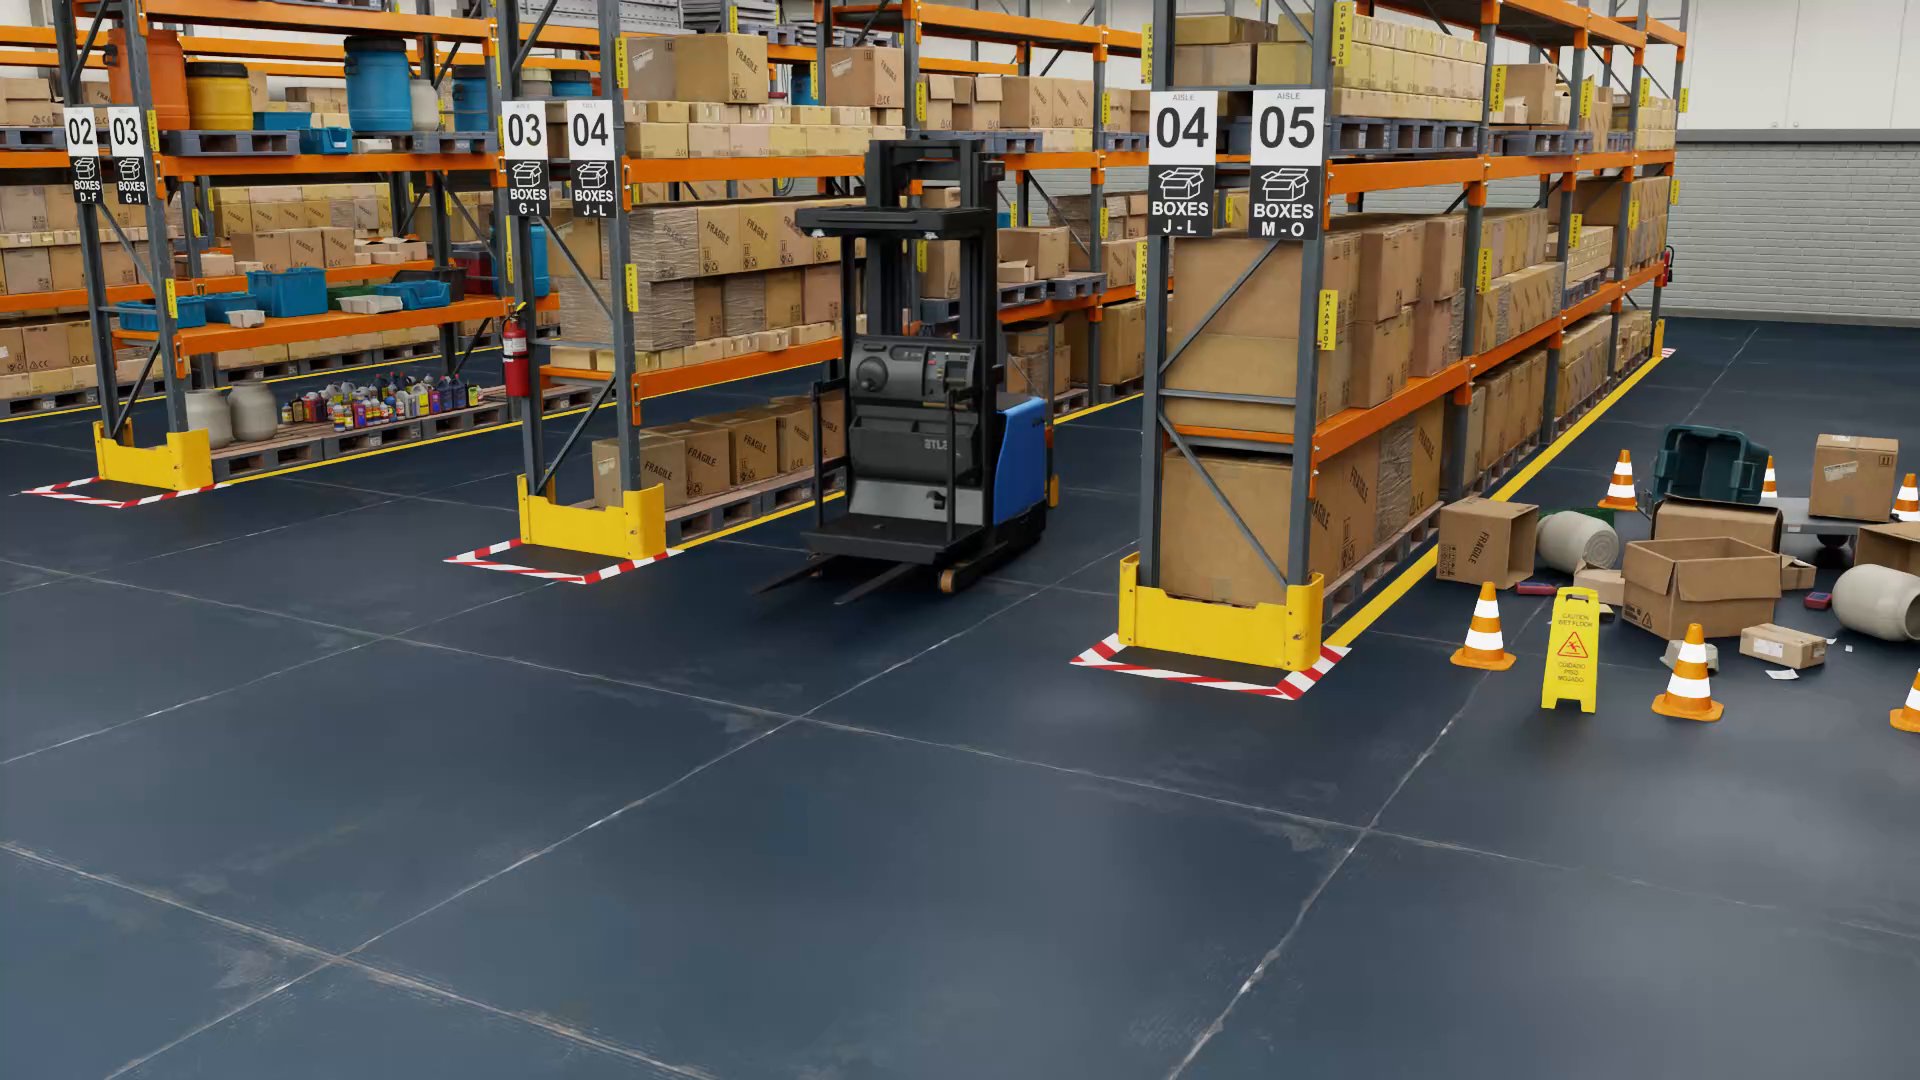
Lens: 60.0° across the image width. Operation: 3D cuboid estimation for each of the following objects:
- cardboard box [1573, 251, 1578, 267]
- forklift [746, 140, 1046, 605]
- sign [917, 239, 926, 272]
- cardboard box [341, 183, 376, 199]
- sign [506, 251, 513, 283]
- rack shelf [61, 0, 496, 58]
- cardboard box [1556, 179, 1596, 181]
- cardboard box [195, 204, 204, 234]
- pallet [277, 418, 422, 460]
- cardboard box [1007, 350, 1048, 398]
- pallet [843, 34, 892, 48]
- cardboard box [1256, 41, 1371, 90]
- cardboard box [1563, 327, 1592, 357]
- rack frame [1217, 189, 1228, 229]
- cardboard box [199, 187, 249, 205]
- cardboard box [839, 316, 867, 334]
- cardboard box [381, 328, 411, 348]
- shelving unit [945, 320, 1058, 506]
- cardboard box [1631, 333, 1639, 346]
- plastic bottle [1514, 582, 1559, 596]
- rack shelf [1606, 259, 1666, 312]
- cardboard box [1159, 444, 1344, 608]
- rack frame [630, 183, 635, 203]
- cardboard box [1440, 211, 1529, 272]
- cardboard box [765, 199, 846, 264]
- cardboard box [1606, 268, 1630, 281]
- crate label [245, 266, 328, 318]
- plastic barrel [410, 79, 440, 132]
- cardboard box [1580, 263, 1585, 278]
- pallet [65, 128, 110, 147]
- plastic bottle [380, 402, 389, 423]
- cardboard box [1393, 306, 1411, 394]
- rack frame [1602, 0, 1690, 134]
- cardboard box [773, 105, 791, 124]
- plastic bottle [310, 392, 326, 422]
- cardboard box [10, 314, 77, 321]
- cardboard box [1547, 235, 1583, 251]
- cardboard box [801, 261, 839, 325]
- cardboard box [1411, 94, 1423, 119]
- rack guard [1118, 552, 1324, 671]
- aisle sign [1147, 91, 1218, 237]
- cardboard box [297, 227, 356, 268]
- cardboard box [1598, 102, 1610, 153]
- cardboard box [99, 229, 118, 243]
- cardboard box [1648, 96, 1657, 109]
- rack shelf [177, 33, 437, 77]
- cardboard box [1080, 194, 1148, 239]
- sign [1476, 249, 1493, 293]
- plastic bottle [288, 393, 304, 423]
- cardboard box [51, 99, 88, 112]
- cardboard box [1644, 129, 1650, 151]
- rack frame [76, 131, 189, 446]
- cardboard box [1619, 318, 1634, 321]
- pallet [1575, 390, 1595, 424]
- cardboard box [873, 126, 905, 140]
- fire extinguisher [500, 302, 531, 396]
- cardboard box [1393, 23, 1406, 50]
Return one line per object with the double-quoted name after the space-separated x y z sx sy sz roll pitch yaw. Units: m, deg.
6.187 -2.920 17.250 0.380 0.149 0.250 7 15 28 "cardboard box"
-0.405 -1.180 11.172 1.130 2.935 3.031 6 15 23 "forklift"
-0.347 -2.577 14.975 0.100 0.325 0.005 7 15 28 "sign"
-10.224 -5.880 28.032 0.500 0.250 0.500 8 16 29 "cardboard box"
-4.685 -2.847 17.353 0.100 0.325 0.005 7 15 28 "sign"
-6.128 -4.739 15.379 1.077 0.370 4.000 7 15 28 "rack shelf"
7.570 -4.188 20.522 0.500 0.500 0.500 7 15 26 "cardboard box"
-11.903 -5.050 26.190 0.500 0.500 0.500 7 15 28 "cardboard box"
-6.111 -1.037 16.386 1.003 0.211 1.213 7 15 28 "pallet"
0.545 -1.780 17.913 0.700 0.500 0.500 6 15 23 "cardboard box"
-1.667 -6.875 23.108 1.003 0.211 1.213 7 15 28 "pallet"
1.992 -2.665 9.365 0.500 0.250 0.500 7 15 28 "cardboard box"
6.442 -2.126 17.788 0.500 0.250 0.500 8 15 28 "cardboard box"
3.042 -3.857 22.133 1.000 3.000 0.127 7 15 28 "rack frame"
-11.441 -5.358 25.866 0.500 0.250 0.500 8 16 29 "cardboard box"
-0.998 -1.858 14.376 0.380 0.149 0.250 7 15 28 "cardboard box"
-7.849 -2.786 22.659 0.500 0.250 0.500 7 15 27 "cardboard box"
0.330 -0.936 13.216 0.587 1.500 1.083 6 15 23 "shelving unit"
8.525 -2.593 21.441 0.380 0.149 0.250 8 15 29 "cardboard box"
3.843 0.326 11.052 0.283 0.061 0.133 2 14 9 "plastic bottle"
8.301 -3.335 21.503 1.077 0.370 4.000 7 15 28 "rack shelf"
1.804 -0.131 10.312 0.875 0.875 0.875 7 15 28 "cardboard box"
-5.628 -4.980 26.792 1.000 3.000 0.127 7 15 28 "rack frame"
4.686 -2.688 14.937 0.700 0.500 0.500 7 15 27 "cardboard box"
-1.286 -2.567 13.798 0.500 0.500 0.500 7 15 28 "cardboard box"
7.758 -3.174 19.833 0.380 0.149 0.250 8 16 30 "cardboard box"
-6.442 -2.382 15.938 0.502 0.435 0.616 7 15 28 "crate label"
-5.542 -4.428 16.965 0.421 0.512 0.421 0 14 0 "plastic barrel"
6.433 -2.877 17.708 0.380 0.149 0.250 8 16 29 "cardboard box"
-9.885 -4.576 18.905 1.003 0.211 1.213 7 15 28 "pallet"
-5.684 -1.258 16.383 0.097 0.201 0.097 0 14 0 "plastic bottle"
2.521 -1.296 11.190 0.875 0.550 0.500 7 15 28 "cardboard box"
9.268 -7.012 22.417 1.000 3.000 0.127 7 15 28 "rack frame"
-1.570 -3.379 13.220 0.380 0.149 0.250 7 15 26 "cardboard box"
-6.352 -1.313 16.437 0.061 0.283 0.133 7 15 28 "plastic bottle"
-10.477 -2.306 19.071 0.500 0.500 0.500 7 15 28 "cardboard box"
6.302 -3.113 17.418 0.380 0.149 0.250 8 16 31 "cardboard box"
-1.523 -2.111 14.043 0.875 0.500 0.500 7 15 28 "cardboard box"
2.713 -2.747 10.553 0.380 0.149 0.250 8 15 29 "cardboard box"
1.522 0.407 9.777 1.175 0.500 0.348 7 15 28 "rack guard"
1.237 -2.096 9.280 0.394 0.787 0.004 7 15 28 "aisle sign"
-8.359 -3.862 21.941 0.500 0.500 0.500 6 15 25 "cardboard box"
6.383 -4.254 17.167 0.500 0.500 0.500 7 15 28 "cardboard box"
-9.812 -3.465 18.907 0.380 0.149 0.250 7 15 28 "cardboard box"
8.365 -5.393 20.507 0.380 0.149 0.250 8 16 31 "cardboard box"
-8.529 -6.122 21.114 1.077 0.370 4.000 7 15 28 "rack shelf"
1.793 -3.855 19.768 0.797 0.503 0.637 8 16 29 "cardboard box"
3.954 -2.030 12.538 0.100 0.325 0.005 7 15 28 "sign"
-6.551 -1.302 16.393 0.061 0.283 0.133 8 16 29 "plastic bottle"
-10.231 -4.842 18.813 0.500 0.311 0.500 6 15 25 "cardboard box"
8.024 -4.829 20.083 0.500 0.250 0.500 7 15 27 "cardboard box"
-7.095 -1.957 14.249 1.000 3.000 0.127 7 15 28 "rack frame"
8.562 -2.804 21.682 0.380 0.149 0.250 7 15 26 "cardboard box"
6.371 -1.508 18.338 1.003 0.211 1.213 7 15 28 "pallet"
-0.818 -3.478 14.481 0.500 0.250 0.500 8 16 30 "cardboard box"
-3.218 -1.386 12.050 0.296 0.674 0.183 7 15 28 "fire extinguisher"
2.466 -3.030 10.027 0.380 0.149 0.250 7 15 27 "cardboard box"
